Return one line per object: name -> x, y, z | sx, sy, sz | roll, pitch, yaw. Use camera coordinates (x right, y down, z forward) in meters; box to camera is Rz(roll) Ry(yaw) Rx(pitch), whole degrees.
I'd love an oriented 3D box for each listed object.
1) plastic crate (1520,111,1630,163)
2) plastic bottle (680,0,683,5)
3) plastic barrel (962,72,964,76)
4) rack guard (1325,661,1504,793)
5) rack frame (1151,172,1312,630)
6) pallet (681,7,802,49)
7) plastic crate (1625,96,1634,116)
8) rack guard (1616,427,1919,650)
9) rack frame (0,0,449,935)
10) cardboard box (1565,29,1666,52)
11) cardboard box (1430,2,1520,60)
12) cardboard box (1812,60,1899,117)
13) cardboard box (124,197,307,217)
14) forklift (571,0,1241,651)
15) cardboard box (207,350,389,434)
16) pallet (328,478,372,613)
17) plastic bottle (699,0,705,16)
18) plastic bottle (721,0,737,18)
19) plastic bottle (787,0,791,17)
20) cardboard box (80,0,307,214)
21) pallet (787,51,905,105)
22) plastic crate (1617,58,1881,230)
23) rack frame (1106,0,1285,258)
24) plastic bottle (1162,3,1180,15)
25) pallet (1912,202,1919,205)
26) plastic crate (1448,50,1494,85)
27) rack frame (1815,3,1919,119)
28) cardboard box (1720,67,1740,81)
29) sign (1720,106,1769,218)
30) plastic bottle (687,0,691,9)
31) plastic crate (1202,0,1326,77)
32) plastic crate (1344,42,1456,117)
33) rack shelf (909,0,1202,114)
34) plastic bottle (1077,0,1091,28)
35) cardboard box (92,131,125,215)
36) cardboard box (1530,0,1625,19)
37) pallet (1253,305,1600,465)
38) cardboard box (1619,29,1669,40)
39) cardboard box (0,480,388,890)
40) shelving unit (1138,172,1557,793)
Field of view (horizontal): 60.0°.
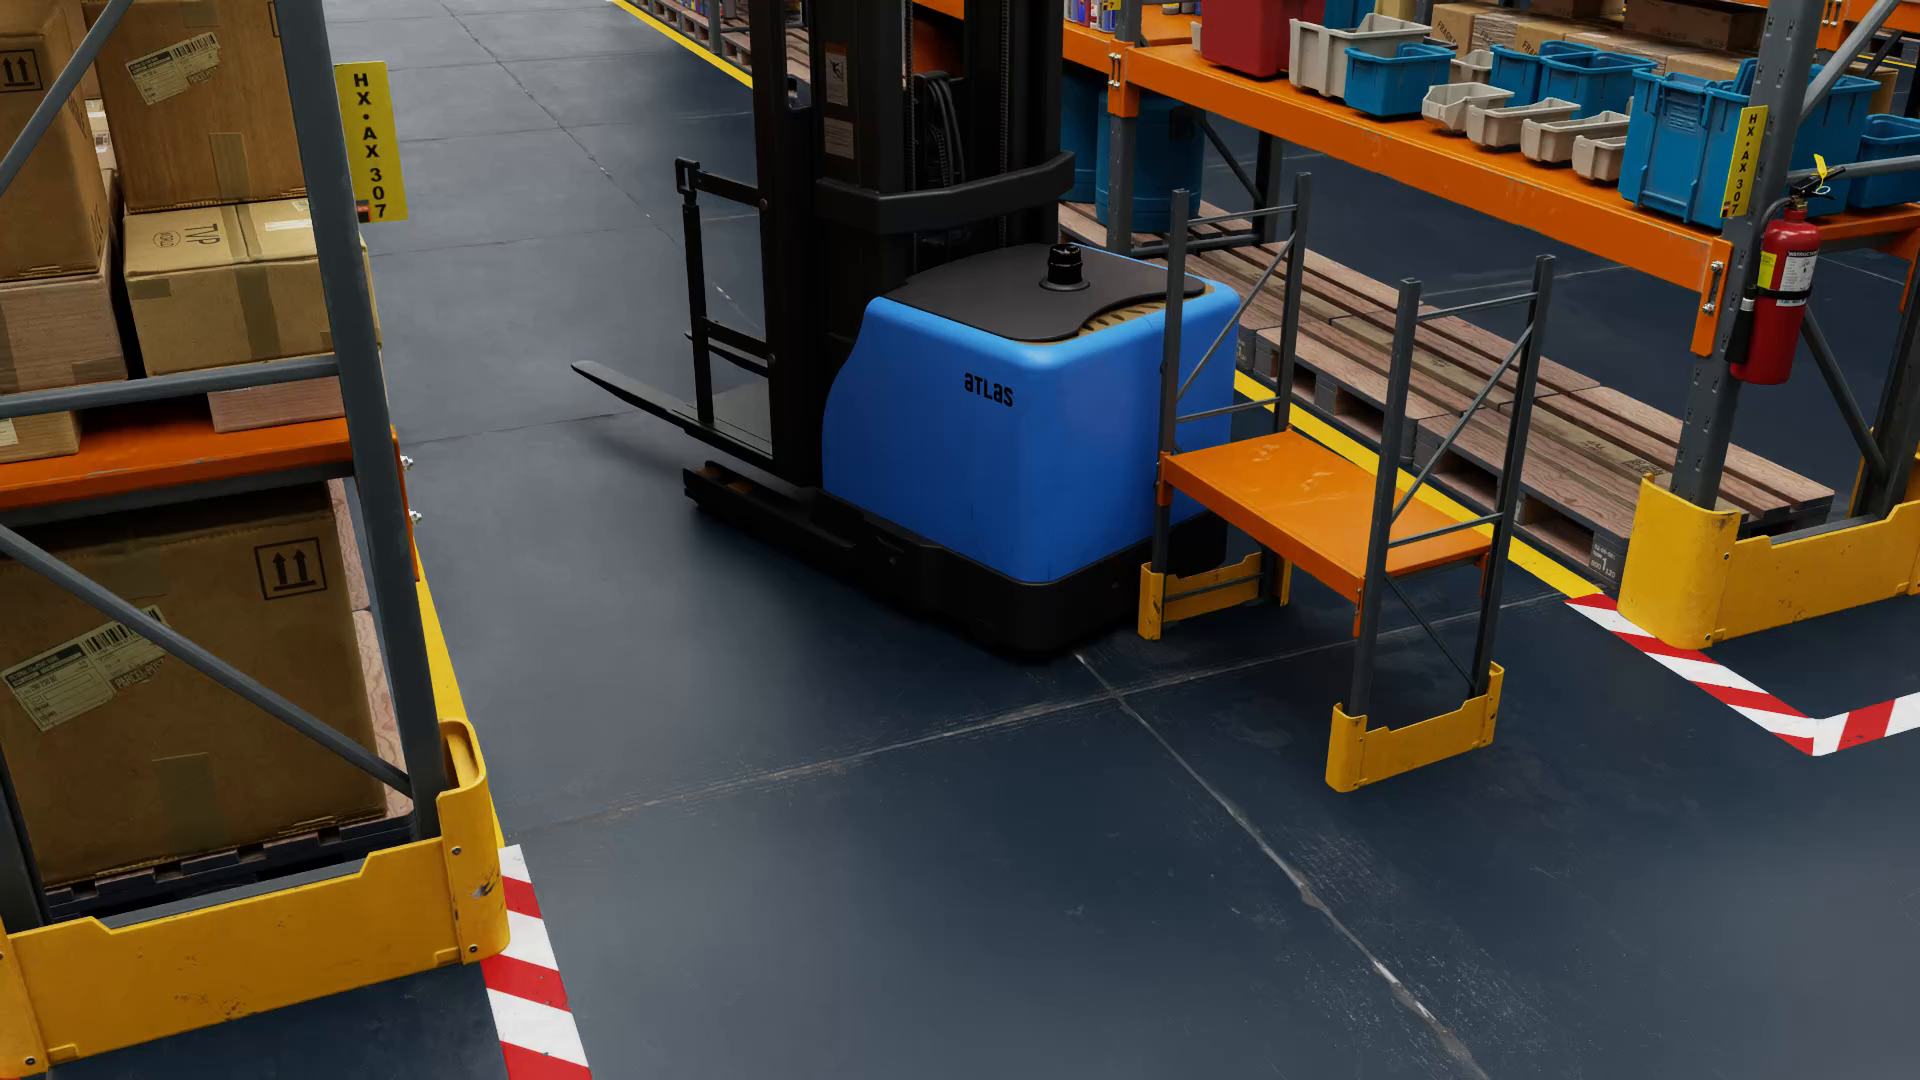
plastic crate -> 2.246, -1.477, 6.088 | 0.396, 0.136, 0.243 | -11, 28, -21
plastic bottle -> -2.799, -5.546, 16.878 | 0.097, 0.201, 0.097 | 0, 26, 0
plastic barrel -> 0.209, -3.044, 11.422 | 0.421, 0.512, 0.421 | 0, 26, 0
rack guard -> 1.331, 0.540, 4.859 | 0.587, 0.250, 0.087 | -13, 29, -24
rack frame -> 0.863, -0.417, 5.395 | 0.500, 1.500, 0.032 | -13, 29, -24
pallet -> -2.092, -5.020, 16.292 | 1.003, 0.211, 1.213 | -11, 28, -21
plastic crate -> 2.723, -1.633, 6.408 | 0.250, 0.136, 0.298 | -11, 28, -21
rack guard -> 2.853, -0.020, 5.721 | 1.175, 0.500, 0.348 | -11, 28, -21
rack frame -> -1.726, -0.300, 3.445 | 1.000, 3.000, 0.127 | -11, 28, -21
cardboard box -> 4.784, -3.448, 12.241 | 0.500, 0.500, 0.500 | -12, 28, -22
cardboard box -> 4.173, -4.071, 13.518 | 0.500, 0.500, 0.500 | -9, 28, -18
cardboard box -> 5.859, -2.927, 11.173 | 0.500, 0.500, 0.500 | -12, 28, -23
cardboard box -> -1.875, -0.815, 4.332 | 0.500, 0.250, 0.500 | -11, 28, -21
forklift -> -0.430, -1.514, 6.011 | 1.130, 2.935, 3.031 | -23, 34, -38
cardboard box -> -1.561, -0.387, 3.910 | 0.380, 0.149, 0.250 | -10, 28, -20
pallet -> -2.585, 0.152, 5.698 | 1.003, 0.211, 1.213 | -11, 28, -21
plastic bottle -> -2.460, -5.290, 16.184 | 0.144, 0.351, 0.185 | -12, 29, -23
plastic bottle -> -2.252, -5.238, 16.077 | 0.144, 0.351, 0.185 | -11, 28, -21
plastic bottle -> -1.629, -5.180, 16.129 | 0.097, 0.201, 0.097 | 0, 26, 0
cardboard box -> -1.861, -1.145, 4.153 | 0.500, 0.500, 0.500 | -11, 28, -22
pallet -> -1.043, -3.938, 14.076 | 1.003, 0.211, 1.213 | -11, 28, -21
plastic crate -> 2.529, -1.297, 5.378 | 0.616, 0.435, 0.499 | -11, 28, -21
rack frame -> 1.265, -2.766, 8.495 | 1.000, 3.000, 0.127 | -11, 28, -21
plastic bottle -> 1.184, -3.047, 9.299 | 0.097, 0.201, 0.097 | 0, 26, 0
pallet -> 6.093, -2.085, 10.279 | 1.003, 0.211, 1.213 | -11, 28, -21
plastic crate -> 2.224, -2.023, 7.206 | 0.293, 0.136, 0.466 | -11, 28, -21
rack frame -> 5.824, -3.615, 10.235 | 1.000, 3.000, 0.127 | -11, 28, -21
cardboard box -> 5.368, -2.840, 10.995 | 0.500, 0.500, 0.500 | -11, 28, -21
sign -> 2.332, -1.123, 4.945 | 0.100, 0.325, 0.005 | -11, 28, -21
plastic bottle -> -2.647, -5.454, 16.604 | 0.152, 0.276, 0.135 | -10, 28, -20
plastic crate -> 1.384, -2.418, 7.642 | 0.402, 0.464, 0.583 | -11, 28, -21
plastic crate -> 1.792, -1.887, 6.819 | 0.416, 0.233, 0.300 | -11, 28, -21
rack shelf -> 0.482, -3.250, 10.307 | 1.077, 0.370, 4.000 | -11, 28, -21
plastic bottle -> 0.681, -2.902, 8.908 | 0.061, 0.283, 0.133 | -11, 28, -21
cardboard box -> -2.557, -0.926, 4.560 | 0.500, 0.250, 0.500 | -12, 28, -22
cardboard box -> 4.866, -4.282, 13.094 | 0.500, 0.250, 0.500 | -9, 28, -19
pallet -> 2.071, -0.729, 7.503 | 1.003, 0.211, 1.213 | -11, 28, -21
cardboard box -> 5.254, -3.547, 12.444 | 0.500, 0.500, 0.500 | -12, 28, -23
cardboard box -> -2.050, 0.222, 4.320 | 0.875, 0.875, 0.875 | -11, 28, -21
shelving unit -> 1.101, -0.216, 4.982 | 0.587, 1.500, 1.083 | -13, 29, -24
